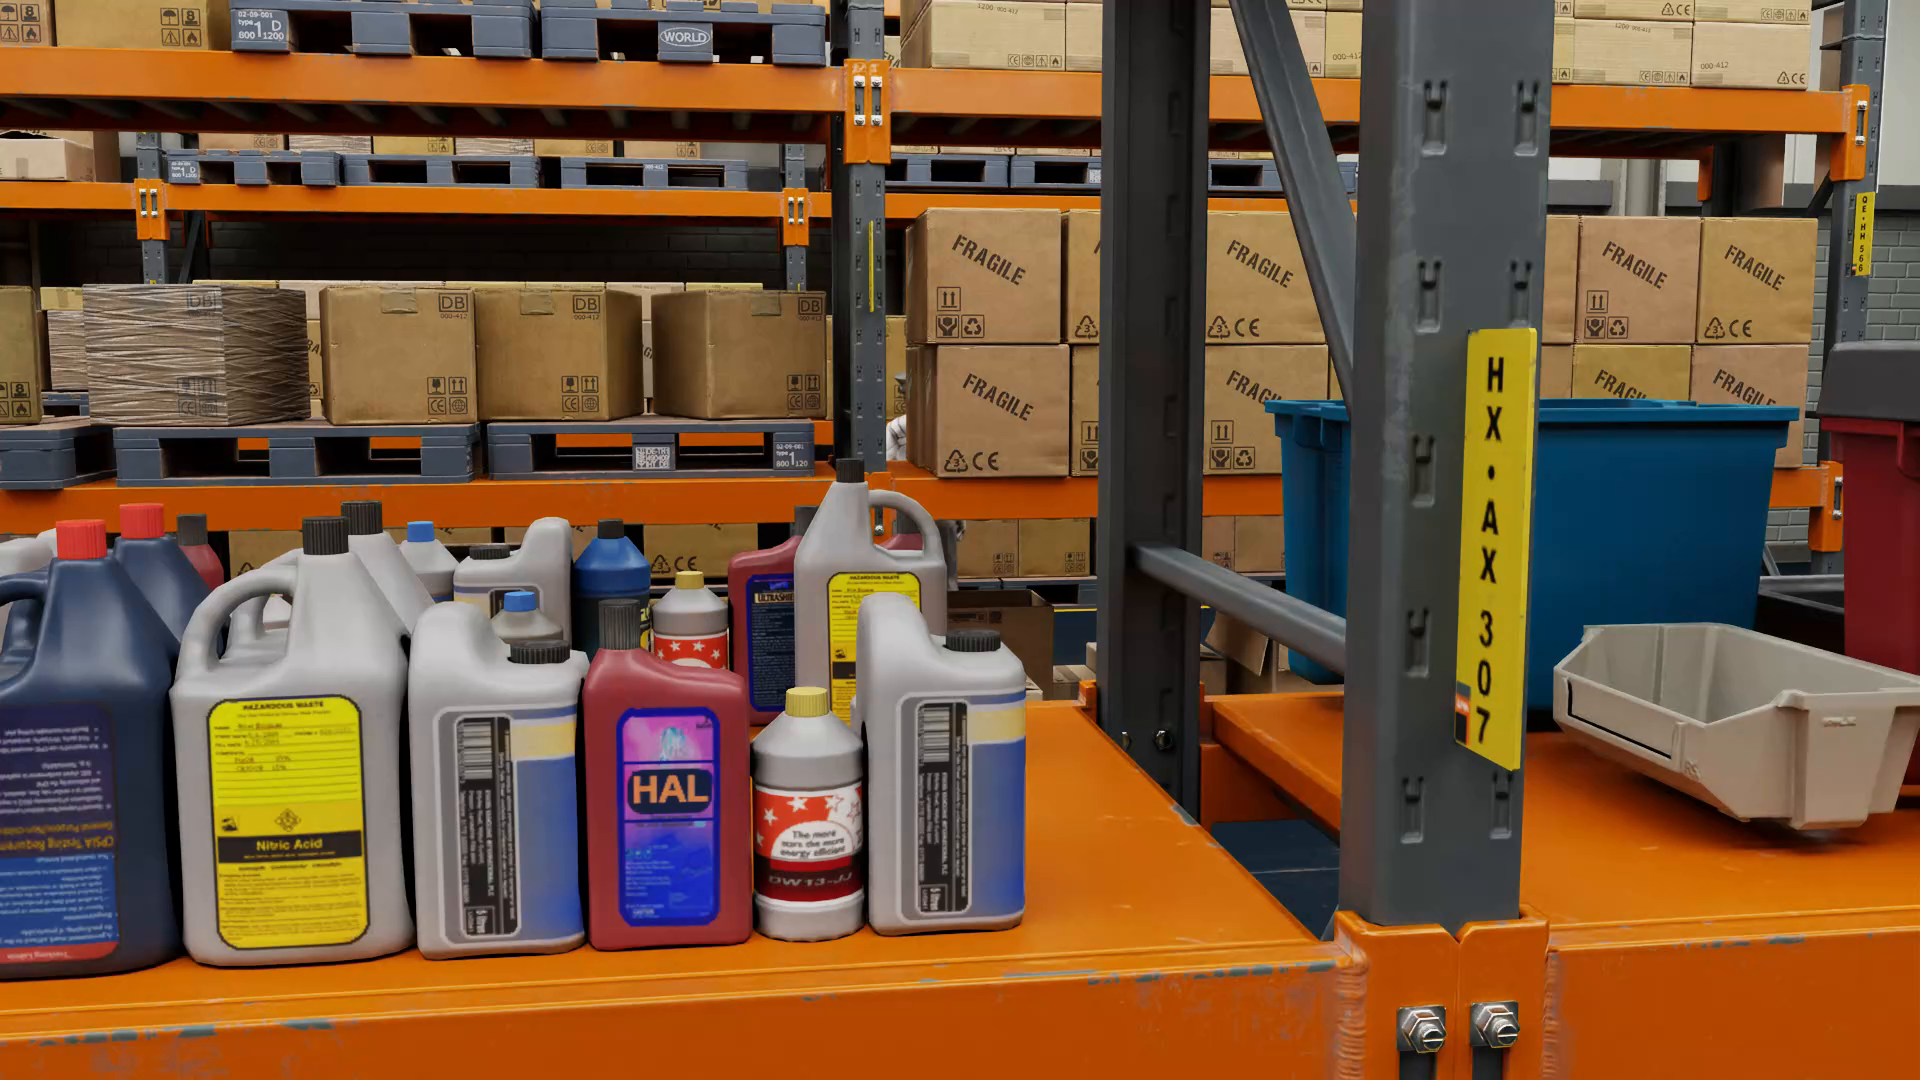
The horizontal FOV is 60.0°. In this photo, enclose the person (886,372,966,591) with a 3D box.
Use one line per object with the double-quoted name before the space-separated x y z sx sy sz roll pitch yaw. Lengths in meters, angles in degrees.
"person" -0.211 -0.118 9.356 0.534 1.661 0.374 -1 7 -12
